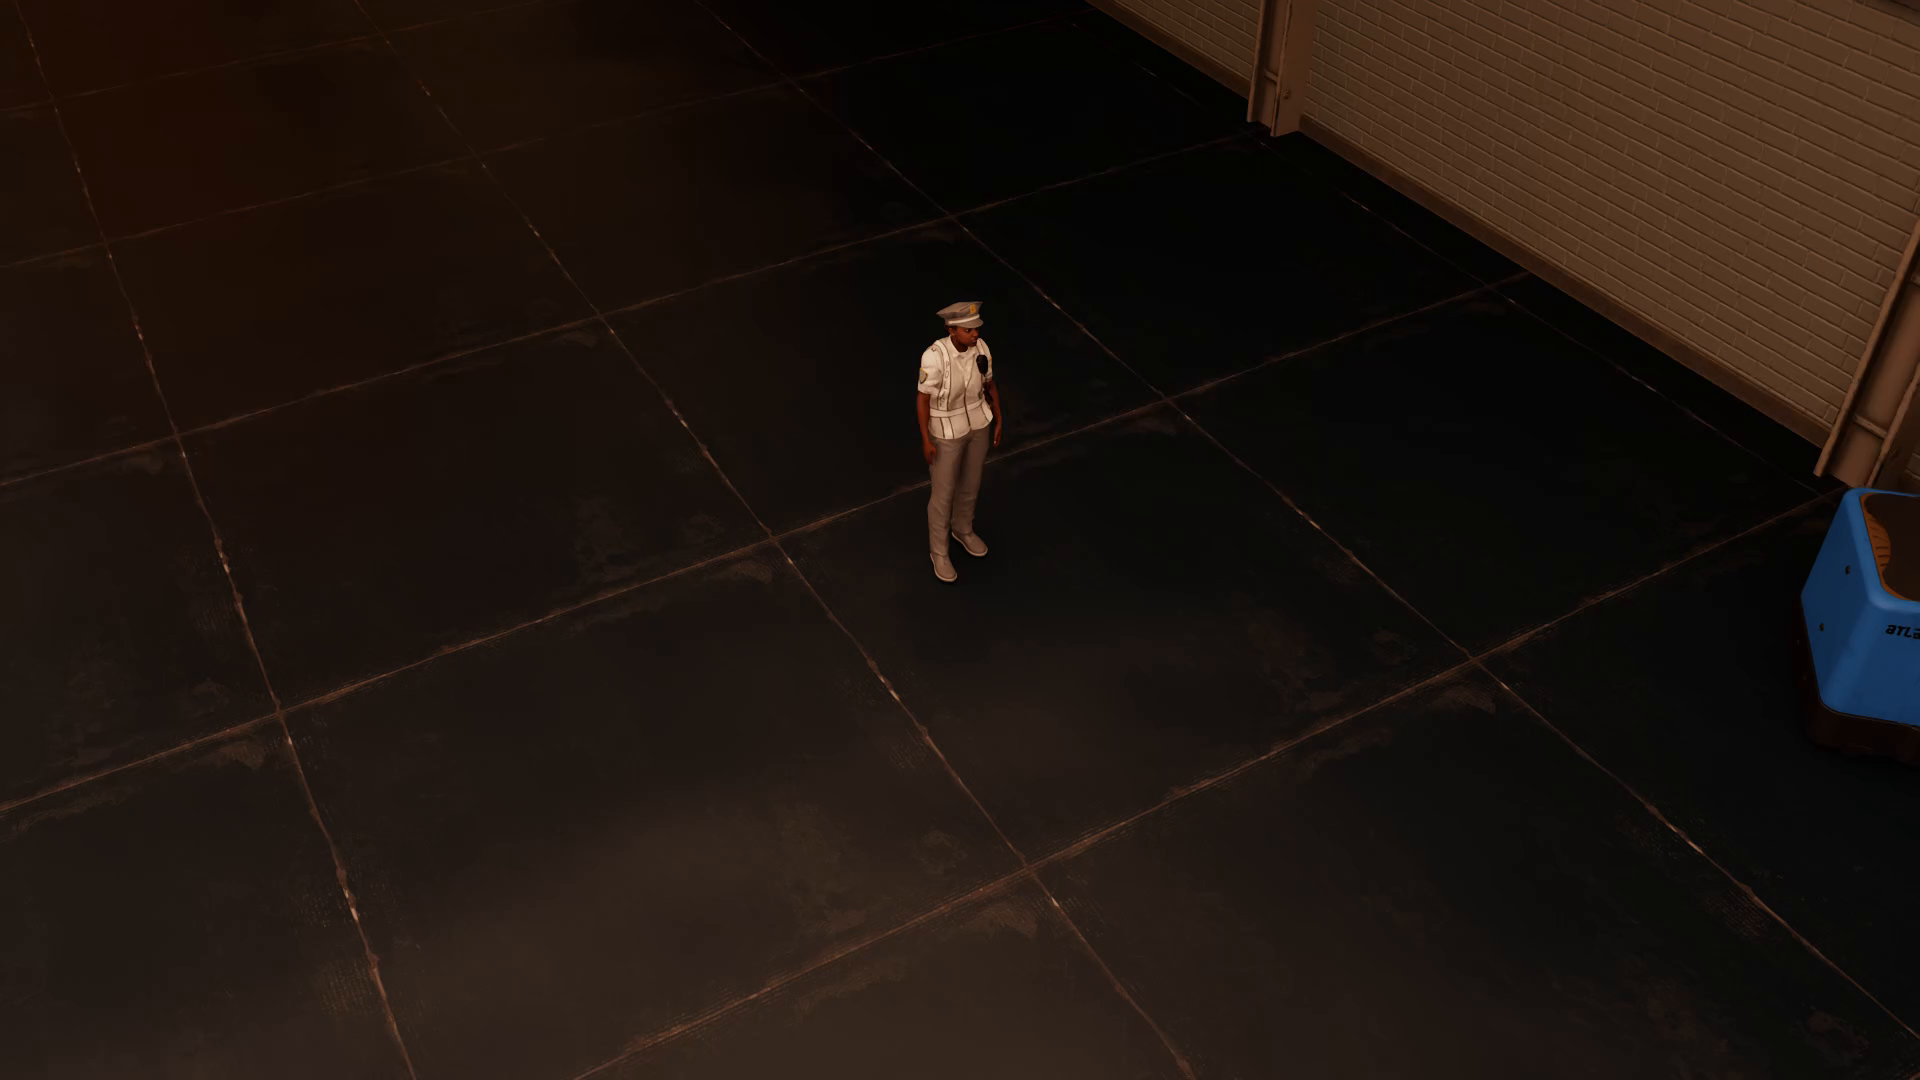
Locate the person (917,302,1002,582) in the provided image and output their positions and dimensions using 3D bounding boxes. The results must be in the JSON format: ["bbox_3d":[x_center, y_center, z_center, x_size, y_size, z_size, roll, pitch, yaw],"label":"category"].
[{"bbox_3d":[0.020,-0.610,9.729,0.569,1.694,0.530,-20,44,-23],"label":"person"}]

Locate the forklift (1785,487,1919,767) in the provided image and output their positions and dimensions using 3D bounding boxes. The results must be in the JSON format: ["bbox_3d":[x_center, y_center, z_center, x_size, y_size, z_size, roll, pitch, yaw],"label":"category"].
[{"bbox_3d":[6.131,-0.069,8.119,3.031,2.935,1.130,9,41,11],"label":"forklift"}]
